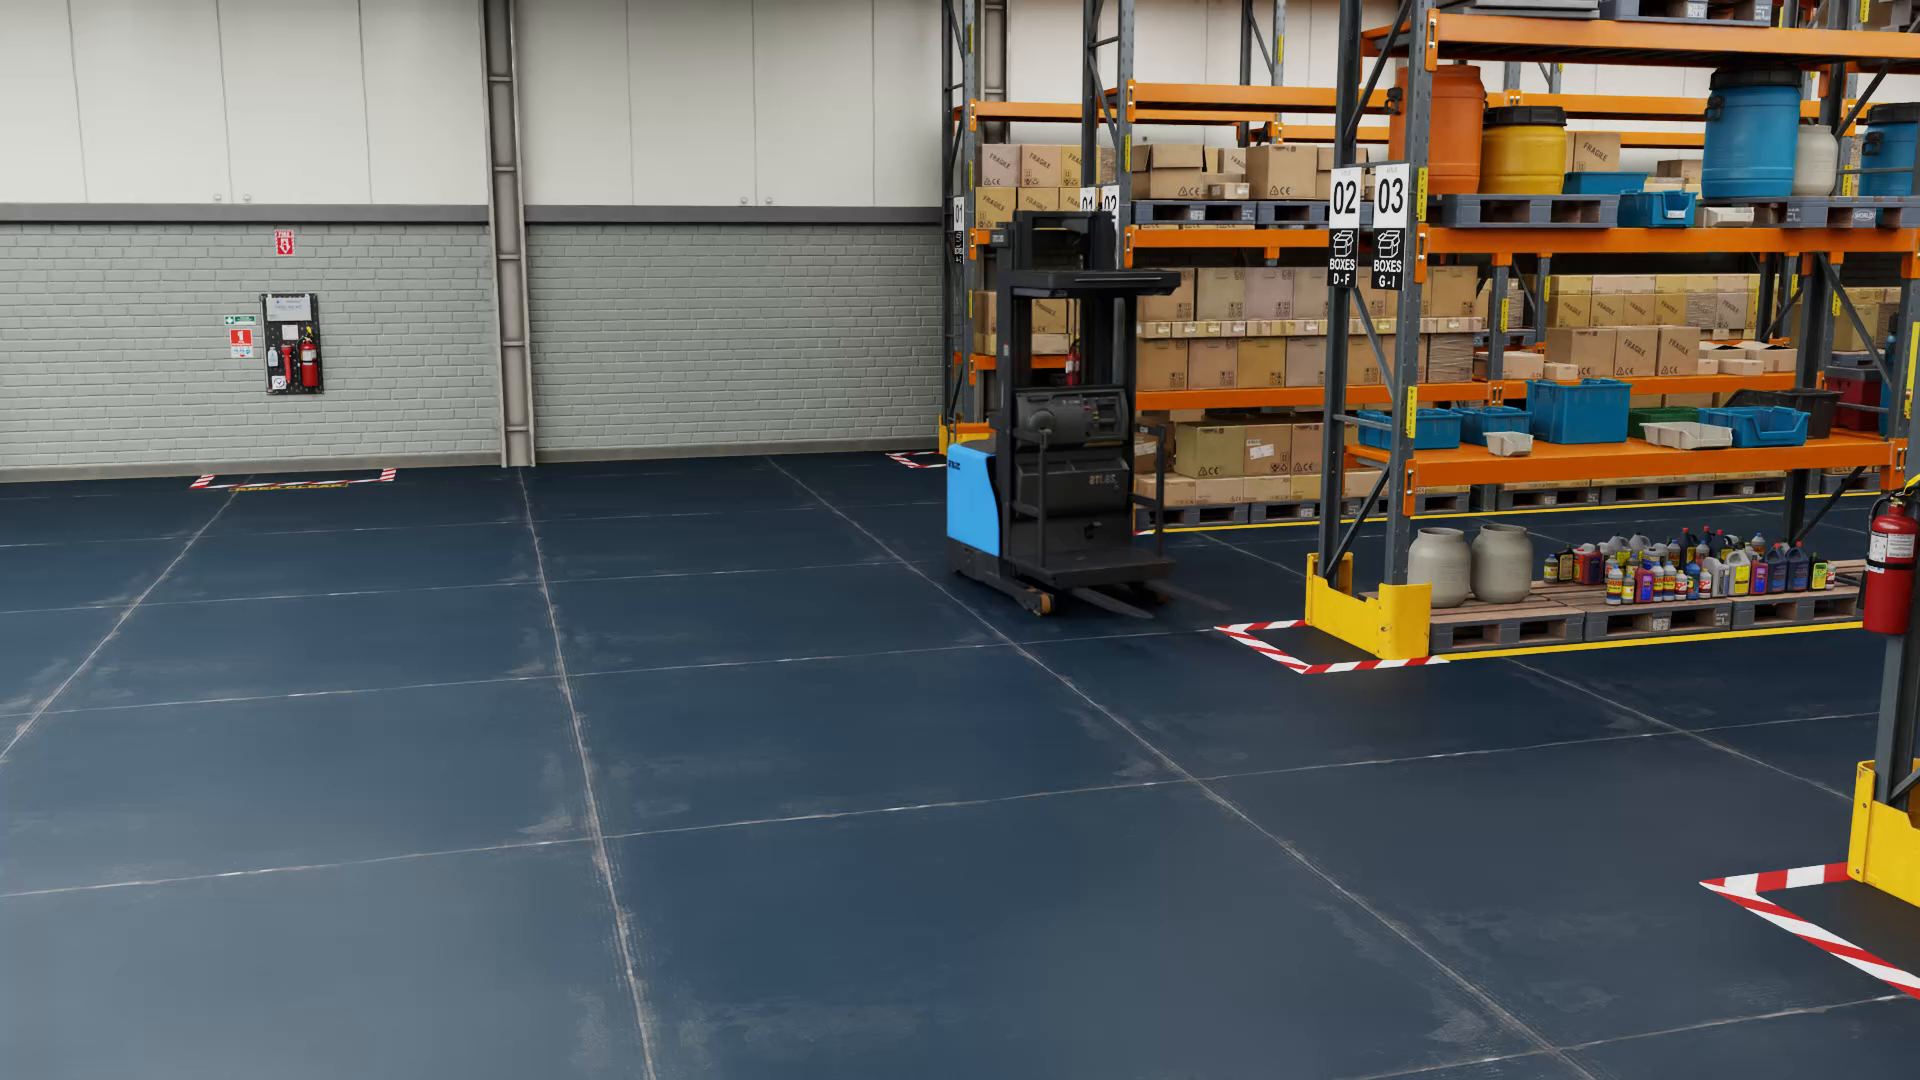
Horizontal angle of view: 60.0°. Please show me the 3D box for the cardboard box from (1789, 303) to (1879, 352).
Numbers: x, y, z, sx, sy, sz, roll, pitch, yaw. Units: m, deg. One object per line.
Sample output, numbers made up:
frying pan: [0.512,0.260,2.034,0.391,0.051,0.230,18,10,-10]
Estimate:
cardboard box: [9.615,-2.352,18.305,0.500,0.500,0.700,-7,13,-35]

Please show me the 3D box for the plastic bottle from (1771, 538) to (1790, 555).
plastic bottle: [6.005,0.163,12.182,0.185,0.351,0.144,-3,11,-16]

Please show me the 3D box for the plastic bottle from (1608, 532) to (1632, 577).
plastic bottle: [4.924,0.114,12.445,0.185,0.351,0.144,-3,11,-14]

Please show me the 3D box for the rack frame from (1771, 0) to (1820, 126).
rack frame: [11.495,-6.059,23.306,0.127,3.000,1.000,-3,11,-16]

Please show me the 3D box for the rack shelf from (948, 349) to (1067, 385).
rack shelf: [1.893,-2.248,21.165,4.000,0.370,1.077,-3,11,-16]

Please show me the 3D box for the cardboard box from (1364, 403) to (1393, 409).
cardboard box: [5.499,-1.784,22.346,0.500,0.500,0.700,-3,11,-15]

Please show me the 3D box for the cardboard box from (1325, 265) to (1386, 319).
cardboard box: [3.812,-2.455,16.442,0.500,0.500,0.700,-3,11,-16]

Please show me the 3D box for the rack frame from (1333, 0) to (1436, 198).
rack frame: [2.742,-3.729,10.652,0.127,3.000,1.000,-3,11,-16]

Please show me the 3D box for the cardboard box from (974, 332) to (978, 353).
cardboard box: [0.368,-2.494,20.874,0.500,0.250,0.500,-3,11,-15]

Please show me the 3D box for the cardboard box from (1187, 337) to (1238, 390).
cardboard box: [2.316,-1.738,16.130,0.500,0.500,0.700,-3,11,-14]

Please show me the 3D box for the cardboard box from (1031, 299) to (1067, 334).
cardboard box: [0.993,-2.801,20.468,0.500,0.500,0.500,-3,11,-16]

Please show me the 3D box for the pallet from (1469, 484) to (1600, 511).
pallet: [5.898,-0.515,17.465,1.213,0.211,1.003,-3,11,-16]

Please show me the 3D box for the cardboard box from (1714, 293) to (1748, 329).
cardboard box: [10.635,-3.219,23.297,0.500,0.500,0.500,-3,11,-15]

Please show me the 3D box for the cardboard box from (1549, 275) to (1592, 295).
cardboard box: [8.190,-3.460,22.533,0.500,0.250,0.500,-3,11,-15]

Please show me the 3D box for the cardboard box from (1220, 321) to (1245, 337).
cardboard box: [2.534,-2.029,15.920,0.250,0.149,0.380,-3,11,-17]

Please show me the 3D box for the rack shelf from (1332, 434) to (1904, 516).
rack shelf: [4.662,-0.526,11.810,4.000,0.370,1.077,-3,11,-16]

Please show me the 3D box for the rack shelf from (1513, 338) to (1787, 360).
rack shelf: [9.574,-2.653,23.364,4.000,0.370,1.077,-3,11,-16]

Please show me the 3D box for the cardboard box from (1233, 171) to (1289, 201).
cardboard box: [2.927,-3.479,16.278,0.500,0.311,0.500,-2,11,-9]

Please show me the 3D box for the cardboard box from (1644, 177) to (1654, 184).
cardboard box: [9.133,-4.743,22.952,0.500,0.500,0.700,-2,11,-13]

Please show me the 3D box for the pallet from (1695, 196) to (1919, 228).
pallet: [5.917,-2.310,11.750,1.003,0.211,1.213,-3,11,-16]

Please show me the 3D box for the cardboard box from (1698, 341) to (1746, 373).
cardboard box: [8.129,-1.989,18.018,0.500,0.311,0.500,-3,11,-17]

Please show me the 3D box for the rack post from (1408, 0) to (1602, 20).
rack post: [3.503,-3.499,10.785,0.954,0.300,0.937,-2,11,-10]

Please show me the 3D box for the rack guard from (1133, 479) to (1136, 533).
rack guard: [1.338,-0.409,16.094,0.348,0.500,1.175,-3,11,-16]

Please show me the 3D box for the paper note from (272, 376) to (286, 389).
paper note: [-7.930,-1.835,19.363,0.142,0.148,0.016,-3,11,-16]

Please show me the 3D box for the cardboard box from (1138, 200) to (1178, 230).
cardboard box: [2.387,-4.111,20.680,0.500,0.500,0.500,-3,11,-18]

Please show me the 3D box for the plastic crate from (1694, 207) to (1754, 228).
plastic crate: [5.155,-2.175,11.224,0.396,0.136,0.243,-3,11,-16]

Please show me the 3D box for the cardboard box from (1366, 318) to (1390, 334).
cardboard box: [4.023,-2.108,16.351,0.250,0.149,0.380,-3,11,-16]

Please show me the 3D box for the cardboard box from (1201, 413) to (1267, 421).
cardboard box: [2.749,-0.995,16.734,0.500,0.500,0.500,-3,11,-16]

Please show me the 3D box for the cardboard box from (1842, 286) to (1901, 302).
cardboard box: [13.418,-3.355,24.360,0.700,0.700,0.980,-4,11,-19]

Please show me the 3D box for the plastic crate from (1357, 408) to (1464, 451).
plastic crate: [3.139,-0.783,11.629,0.616,0.251,0.499,-3,11,-16]

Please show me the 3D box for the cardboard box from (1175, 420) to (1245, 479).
cardboard box: [2.418,-0.877,16.093,0.500,0.500,0.500,-3,11,-16]

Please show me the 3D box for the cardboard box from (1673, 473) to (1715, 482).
cardboard box: [7.628,-0.778,17.628,0.500,0.250,0.500,-3,11,-15]

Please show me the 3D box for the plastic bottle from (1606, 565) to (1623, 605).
plastic bottle: [4.570,0.309,11.607,0.097,0.271,0.097,0,10,0]

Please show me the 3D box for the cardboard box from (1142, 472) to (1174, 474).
cardboard box: [1.793,-0.573,16.511,0.500,0.250,0.500,-3,11,-16]

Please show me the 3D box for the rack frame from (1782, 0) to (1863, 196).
rack frame: [9.042,-4.995,17.530,0.127,3.000,1.000,-3,11,-16]

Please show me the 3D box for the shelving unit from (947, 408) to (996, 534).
shelving unit: [0.159,-0.598,15.187,0.503,1.200,0.258,-3,11,-16]

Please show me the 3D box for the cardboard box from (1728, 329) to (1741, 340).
cardboard box: [10.752,-2.906,23.390,0.250,0.149,0.380,-3,11,-14]

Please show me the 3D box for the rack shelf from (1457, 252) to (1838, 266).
rack shelf: [7.122,-3.065,17.317,4.000,0.370,1.077,-3,11,-16]

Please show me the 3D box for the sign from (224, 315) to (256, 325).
sign: [-8.294,-2.532,19.154,0.331,0.109,0.001,-3,11,-16]

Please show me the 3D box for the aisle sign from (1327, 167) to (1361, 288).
aisle sign: [2.590,-2.105,11.221,0.004,0.787,0.394,-3,11,-16]

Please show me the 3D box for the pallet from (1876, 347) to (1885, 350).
pallet: [10.908,-2.050,18.629,1.213,0.211,1.003,-3,11,-16]

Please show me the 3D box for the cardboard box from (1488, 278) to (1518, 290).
cardboard box: [7.331,-3.468,22.519,0.250,0.149,0.380,-5,11,-23]

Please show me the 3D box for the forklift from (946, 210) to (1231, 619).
forklift: [0.942,-0.971,12.432,1.130,2.935,3.031,-5,11,-24]

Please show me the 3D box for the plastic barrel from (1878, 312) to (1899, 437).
plastic barrel: [7.038,-1.195,12.070,0.708,0.901,0.600,-3,11,-16]

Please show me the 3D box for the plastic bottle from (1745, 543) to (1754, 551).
plastic bottle: [6.057,0.124,12.807,0.097,0.201,0.097,0,10,0]

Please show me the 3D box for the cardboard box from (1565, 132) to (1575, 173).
cardboard box: [5.805,-3.844,16.742,0.500,0.500,0.500,-3,11,-15]

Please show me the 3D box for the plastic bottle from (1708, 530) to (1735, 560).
plastic bottle: [5.732,0.099,12.529,0.185,0.351,0.144,-3,11,-16]

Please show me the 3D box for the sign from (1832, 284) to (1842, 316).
sign: [9.201,-2.518,17.445,0.005,0.325,0.100,-3,11,-16]

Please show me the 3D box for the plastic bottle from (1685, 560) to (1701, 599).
plastic bottle: [5.190,0.276,11.784,0.097,0.271,0.097,0,10,0]

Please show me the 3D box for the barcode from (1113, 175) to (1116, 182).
barcode: [1.516,-3.500,16.088,0.075,0.075,0.001,-3,11,-16]

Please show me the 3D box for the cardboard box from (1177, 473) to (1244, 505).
cardboard box: [2.417,-0.509,16.163,0.500,0.250,0.500,-3,11,-16]

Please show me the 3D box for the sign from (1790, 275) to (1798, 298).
sign: [11.656,-3.545,23.242,0.005,0.325,0.100,-3,11,-16]

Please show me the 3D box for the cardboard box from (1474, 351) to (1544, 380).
cardboard box: [5.662,-1.801,17.164,0.500,0.250,0.500,-2,11,-12]

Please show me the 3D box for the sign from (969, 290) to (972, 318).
sign: [0.125,-2.832,19.960,0.005,0.325,0.100,-3,11,-16]

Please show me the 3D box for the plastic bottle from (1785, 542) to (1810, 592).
plastic bottle: [6.045,0.188,12.046,0.185,0.351,0.144,-3,11,-17]

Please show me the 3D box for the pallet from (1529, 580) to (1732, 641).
pallet: [4.753,0.479,12.063,1.213,0.211,1.003,-3,11,-16]
